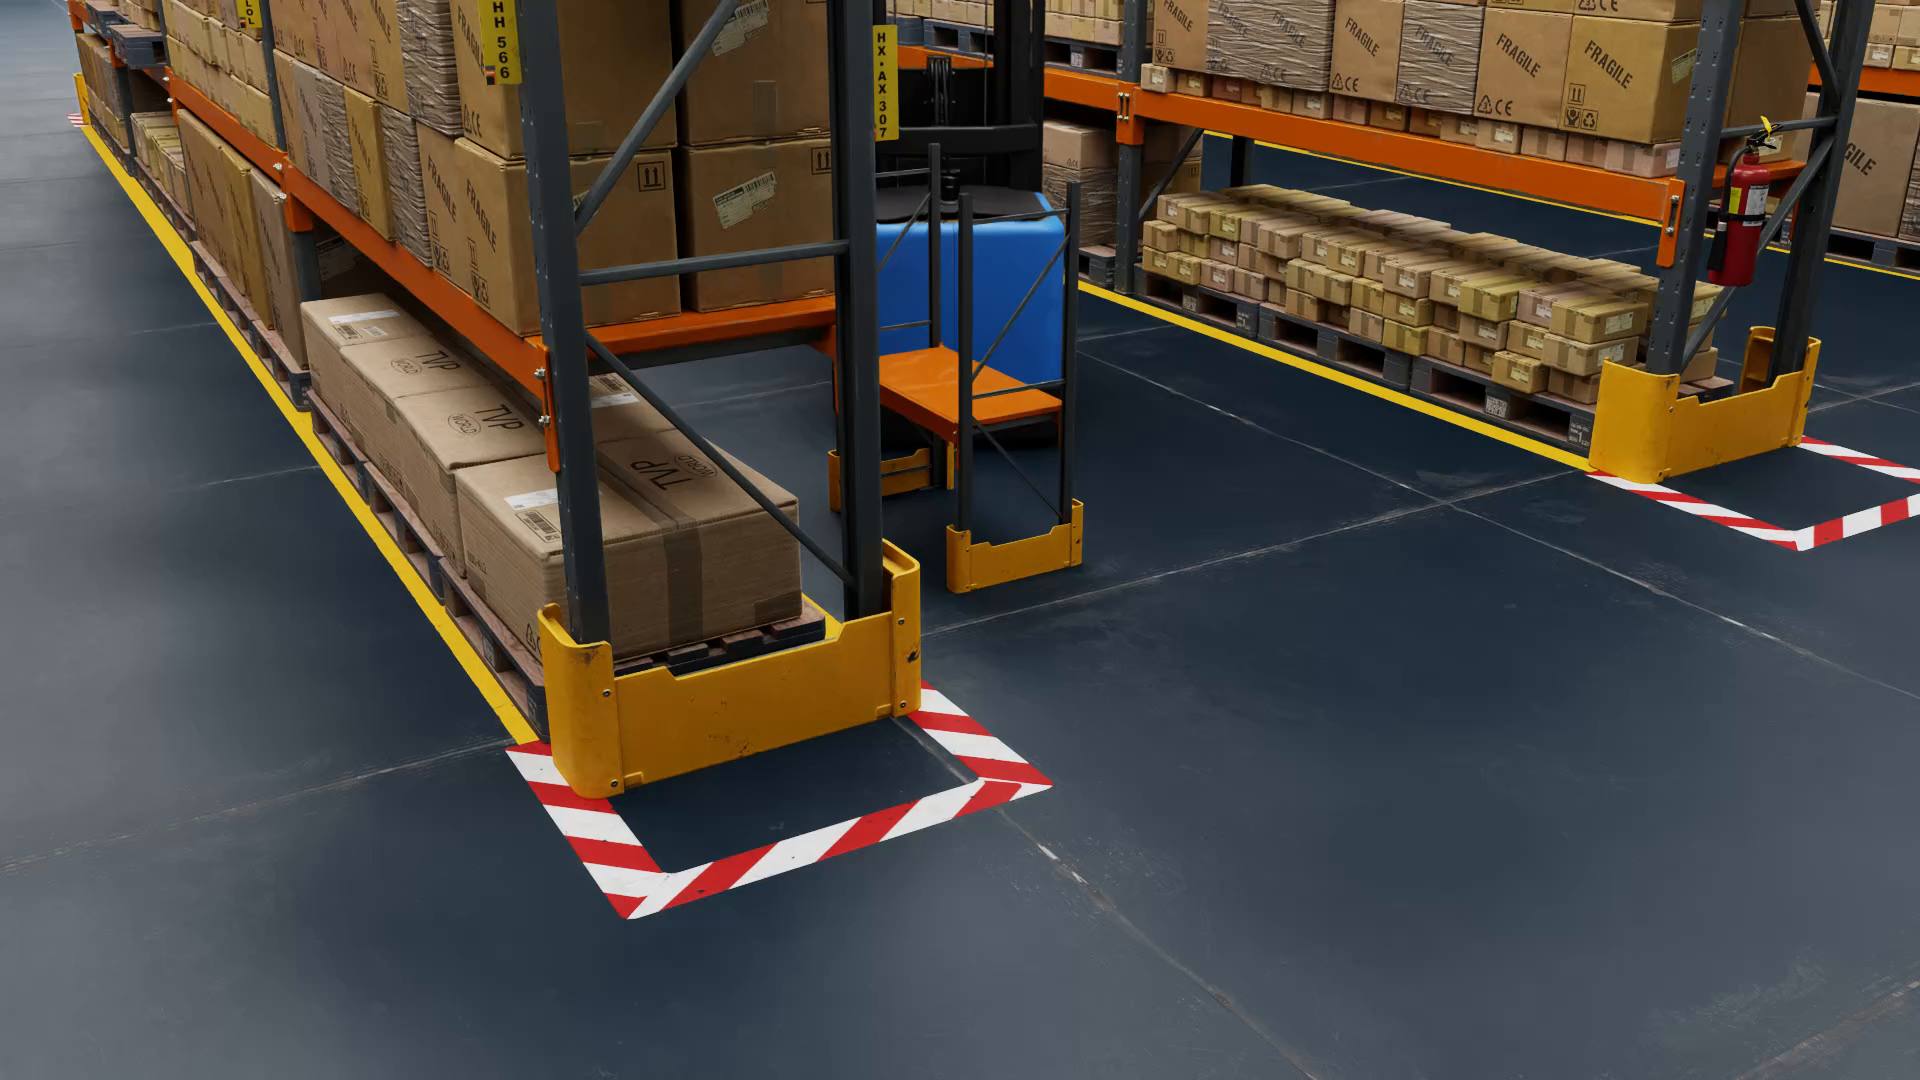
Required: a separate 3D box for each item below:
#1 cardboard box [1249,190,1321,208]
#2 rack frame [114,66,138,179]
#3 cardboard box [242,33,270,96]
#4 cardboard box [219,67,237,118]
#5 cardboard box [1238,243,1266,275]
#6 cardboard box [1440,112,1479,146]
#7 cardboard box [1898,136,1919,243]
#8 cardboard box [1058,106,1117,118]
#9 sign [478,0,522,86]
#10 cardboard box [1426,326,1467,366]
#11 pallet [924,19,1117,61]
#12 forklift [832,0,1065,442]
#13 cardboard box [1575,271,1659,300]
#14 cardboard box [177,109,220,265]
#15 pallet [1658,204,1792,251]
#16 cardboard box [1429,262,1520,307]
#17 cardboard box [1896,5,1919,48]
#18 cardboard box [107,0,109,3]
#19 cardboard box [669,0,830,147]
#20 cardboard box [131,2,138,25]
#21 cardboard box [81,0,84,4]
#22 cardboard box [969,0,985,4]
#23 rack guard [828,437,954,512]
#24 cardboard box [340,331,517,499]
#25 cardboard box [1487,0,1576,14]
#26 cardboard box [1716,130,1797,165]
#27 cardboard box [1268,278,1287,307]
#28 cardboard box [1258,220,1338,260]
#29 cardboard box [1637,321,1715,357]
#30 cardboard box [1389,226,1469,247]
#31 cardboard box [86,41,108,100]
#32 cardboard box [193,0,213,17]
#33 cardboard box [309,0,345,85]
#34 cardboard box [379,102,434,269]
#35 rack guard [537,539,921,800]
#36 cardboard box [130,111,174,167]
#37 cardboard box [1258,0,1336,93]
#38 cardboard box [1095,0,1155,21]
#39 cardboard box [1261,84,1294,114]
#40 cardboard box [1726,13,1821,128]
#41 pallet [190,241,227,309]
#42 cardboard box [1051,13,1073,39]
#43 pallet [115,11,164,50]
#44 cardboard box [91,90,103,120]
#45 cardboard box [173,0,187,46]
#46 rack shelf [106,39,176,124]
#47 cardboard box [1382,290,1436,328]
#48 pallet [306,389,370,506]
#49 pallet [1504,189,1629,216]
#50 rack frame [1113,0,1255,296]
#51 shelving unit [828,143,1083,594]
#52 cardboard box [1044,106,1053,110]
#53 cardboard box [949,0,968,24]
[{"bbox_3d":[2.025,-2.077,10.376,0.380,0.149,0.250,-12,25,-28],"label":"cardboard box"},{"bbox_3d":[-6.836,-4.672,14.323,1.000,3.000,0.127,-13,25,-28],"label":"rack frame"},{"bbox_3d":[-3.183,-2.341,8.122,0.500,0.250,0.500,-13,25,-28],"label":"cardboard box"},{"bbox_3d":[-3.696,-2.442,9.035,0.500,0.250,0.500,-13,26,-30],"label":"cardboard box"},{"bbox_3d":[1.862,-1.676,9.784,0.380,0.149,0.250,-14,26,-31],"label":"cardboard box"},{"bbox_3d":[2.593,-2.043,8.187,0.380,0.149,0.250,-14,26,-31],"label":"cardboard box"},{"bbox_3d":[6.953,-2.391,10.973,0.875,0.875,0.875,-13,25,-28],"label":"cardboard box"},{"bbox_3d":[1.030,-2.913,11.762,0.500,0.250,0.500,-12,25,-27],"label":"cardboard box"},{"bbox_3d":[-1.180,-1.334,4.258,0.100,0.325,0.005,-13,25,-28],"label":"sign"},{"bbox_3d":[2.633,-1.020,8.566,0.380,0.149,0.250,-12,25,-28],"label":"cardboard box"},{"bbox_3d":[0.458,-3.641,12.039,1.003,0.211,1.213,-13,25,-28],"label":"pallet"},{"bbox_3d":[-0.139,-2.328,8.646,1.130,2.935,3.031,-2,22,-4],"label":"forklift"},{"bbox_3d":[3.278,-1.223,8.276,0.380,0.149,0.250,-12,25,-27],"label":"cardboard box"},{"bbox_3d":[-4.511,-2.348,10.869,0.875,0.875,0.875,-13,25,-29],"label":"cardboard box"},{"bbox_3d":[6.091,-2.436,12.524,1.003,0.211,1.213,-13,25,-28],"label":"pallet"},{"bbox_3d":[2.611,-1.293,8.446,0.380,0.149,0.250,-14,26,-30],"label":"cardboard box"},{"bbox_3d":[6.549,-3.365,10.911,0.500,0.250,0.500,-13,25,-28],"label":"cardboard box"},{"bbox_3d":[-6.825,-4.511,13.702,0.380,0.149,0.250,-12,25,-27],"label":"cardboard box"},{"bbox_3d":[-0.706,-1.508,5.076,0.500,0.500,0.500,-13,26,-29],"label":"cardboard box"},{"bbox_3d":[-5.650,-3.745,11.819,0.380,0.149,0.250,-14,26,-31],"label":"cardboard box"},{"bbox_3d":[-8.425,-5.352,16.330,0.380,0.149,0.250,-12,25,-27],"label":"cardboard box"},{"bbox_3d":[0.286,-3.880,11.755,0.380,0.149,0.250,-12,25,-26],"label":"cardboard box"},{"bbox_3d":[-0.293,-0.302,7.222,0.587,0.250,0.087,-13,25,-28],"label":"rack guard"},{"bbox_3d":[-2.063,-0.577,7.092,0.875,0.438,0.875,-13,26,-30],"label":"cardboard box"},{"bbox_3d":[2.791,-2.684,7.576,0.500,0.500,0.500,-14,26,-30],"label":"cardboard box"},{"bbox_3d":[3.614,-1.824,7.650,0.380,0.149,0.250,-13,25,-29],"label":"cardboard box"},{"bbox_3d":[2.012,-1.452,9.629,0.380,0.149,0.250,-14,26,-30],"label":"cardboard box"},{"bbox_3d":[1.926,-1.715,9.484,0.380,0.149,0.250,-12,25,-27],"label":"cardboard box"},{"bbox_3d":[3.451,-1.003,8.130,0.380,0.149,0.250,-11,25,-26],"label":"cardboard box"},{"bbox_3d":[2.622,-1.642,9.307,0.380,0.149,0.250,-13,25,-28],"label":"cardboard box"},{"bbox_3d":[-8.172,-4.581,16.197,0.500,0.500,0.500,-12,25,-27],"label":"cardboard box"},{"bbox_3d":[-3.983,-3.187,9.209,0.500,0.500,0.500,-12,25,-27],"label":"cardboard box"},{"bbox_3d":[-2.210,-2.059,6.432,0.500,0.500,0.500,-12,25,-27],"label":"cardboard box"},{"bbox_3d":[-1.695,-1.269,5.818,0.500,0.500,0.500,-12,25,-27],"label":"cardboard box"},{"bbox_3d":[-0.694,0.378,5.218,1.175,0.500,0.348,-13,25,-28],"label":"rack guard"},{"bbox_3d":[-6.566,-3.480,14.322,0.950,0.372,0.625,-12,25,-28],"label":"cardboard box"},{"bbox_3d":[1.976,-2.714,8.977,0.500,0.500,0.500,-13,26,-29],"label":"cardboard box"},{"bbox_3d":[1.082,-3.374,10.511,0.380,0.149,0.250,-12,25,-27],"label":"cardboard box"},{"bbox_3d":[1.902,-2.468,9.233,0.380,0.149,0.250,-12,25,-27],"label":"cardboard box"},{"bbox_3d":[3.506,-2.155,7.603,0.500,0.500,0.500,-11,25,-26],"label":"cardboard box"},{"bbox_3d":[-4.455,-1.816,10.999,1.003,0.211,1.213,-13,25,-28],"label":"pallet"},{"bbox_3d":[0.823,-3.401,10.972,0.380,0.149,0.250,-13,25,-28],"label":"cardboard box"},{"bbox_3d":[-5.839,-3.922,12.731,1.003,0.211,1.213,-13,25,-28],"label":"pallet"},{"bbox_3d":[-8.450,-4.407,16.764,0.500,0.250,0.500,-12,25,-26],"label":"cardboard box"},{"bbox_3d":[-4.483,-3.161,10.139,0.500,0.250,0.500,-12,25,-27],"label":"cardboard box"},{"bbox_3d":[-5.814,-3.692,12.866,1.077,0.370,4.000,-13,25,-28],"label":"rack shelf"},{"bbox_3d":[2.440,-1.233,8.696,0.380,0.149,0.250,-12,25,-27],"label":"cardboard box"},{"bbox_3d":[-2.428,-0.530,7.834,1.003,0.211,1.213,-13,25,-28],"label":"pallet"},{"bbox_3d":[5.311,-2.932,13.745,1.003,0.211,1.213,-13,25,-28],"label":"pallet"},{"bbox_3d":[1.455,-3.068,10.375,1.000,3.000,0.127,-13,25,-28],"label":"rack frame"},{"bbox_3d":[-0.039,-0.719,6.590,0.587,1.500,1.083,-13,25,-28],"label":"shelving unit"},{"bbox_3d":[0.324,-2.981,11.929,0.500,0.250,0.500,-14,26,-31],"label":"cardboard box"},{"bbox_3d":[0.145,-3.828,12.022,0.380,0.149,0.250,-12,25,-28],"label":"cardboard box"}]
